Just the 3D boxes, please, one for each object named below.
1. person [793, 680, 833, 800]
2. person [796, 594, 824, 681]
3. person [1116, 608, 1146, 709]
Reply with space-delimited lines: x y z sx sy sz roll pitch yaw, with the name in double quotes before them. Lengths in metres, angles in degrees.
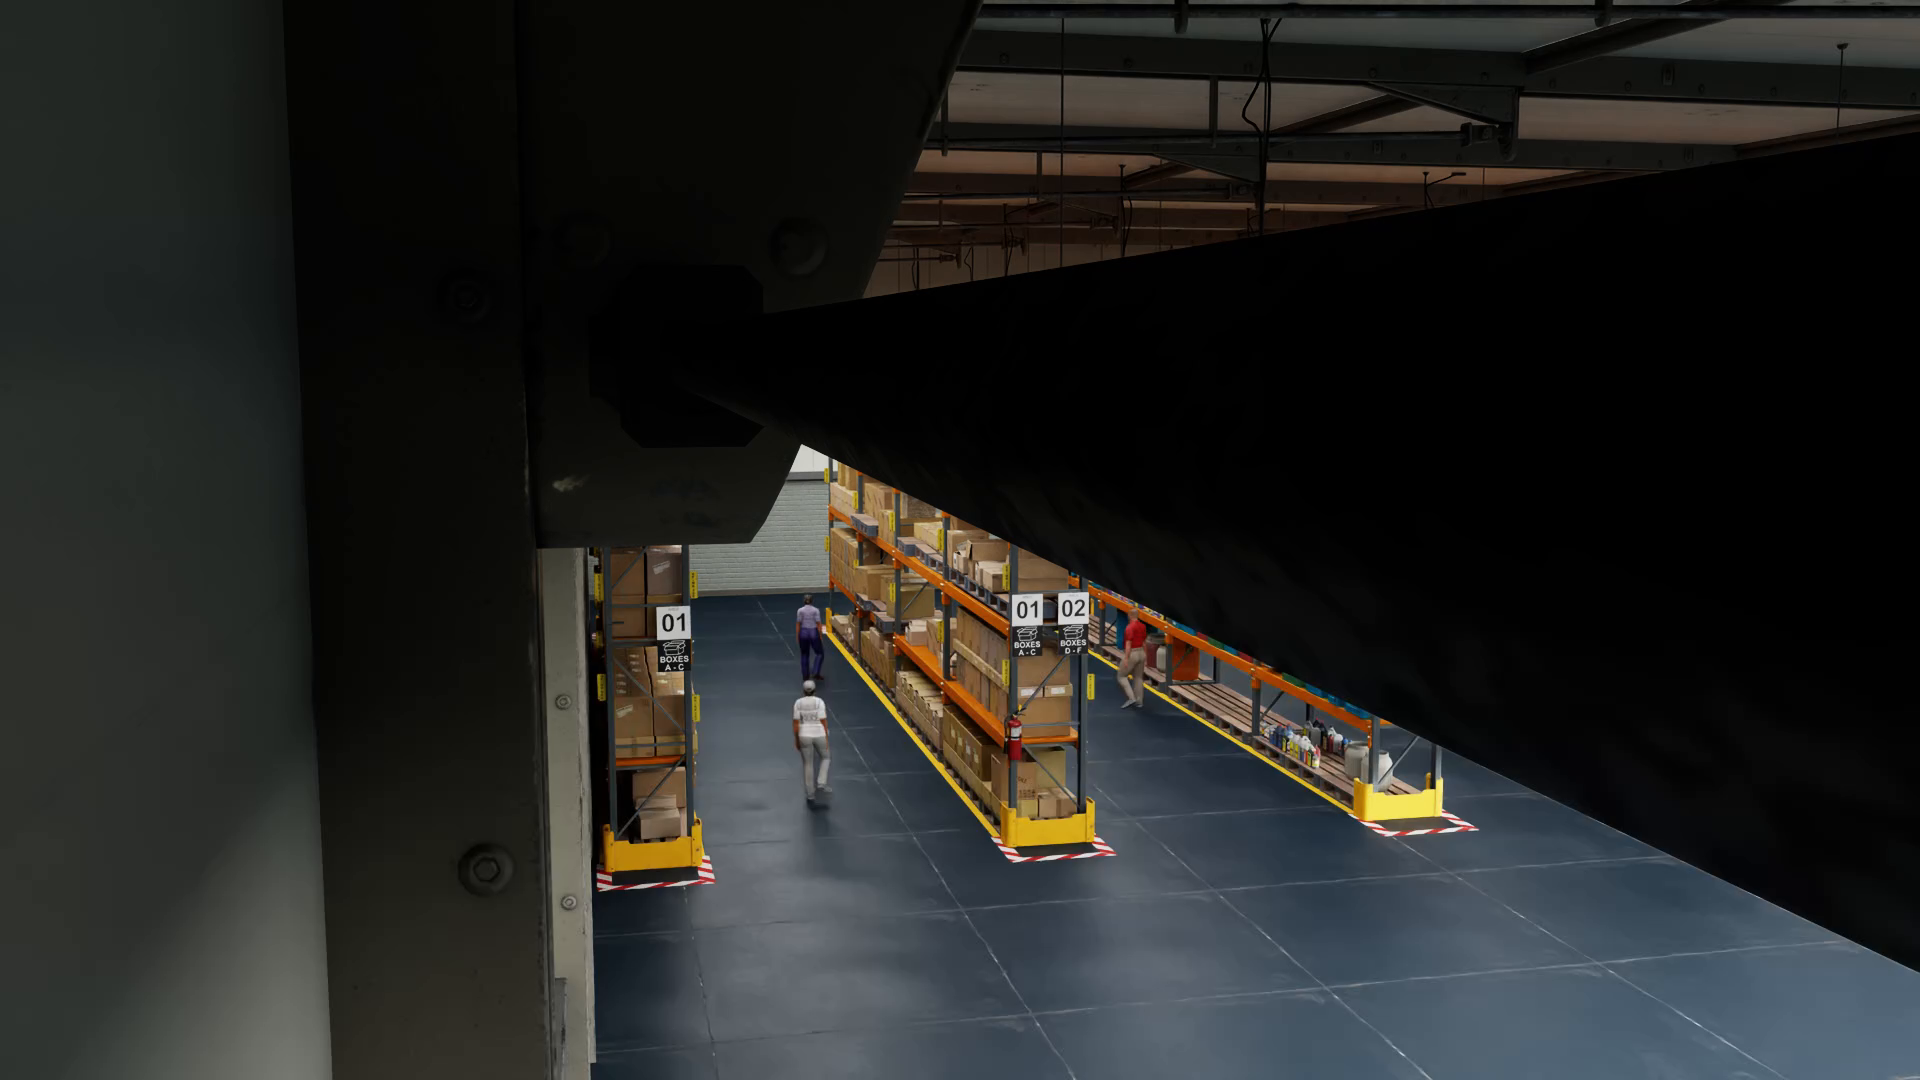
"person" -2.044 2.765 23.128 0.545 1.654 0.488 0 7 -2
"person" -2.809 1.830 31.125 0.541 1.645 0.493 1 7 12
"person" 3.014 2.061 28.906 0.413 1.756 0.580 7 10 44
